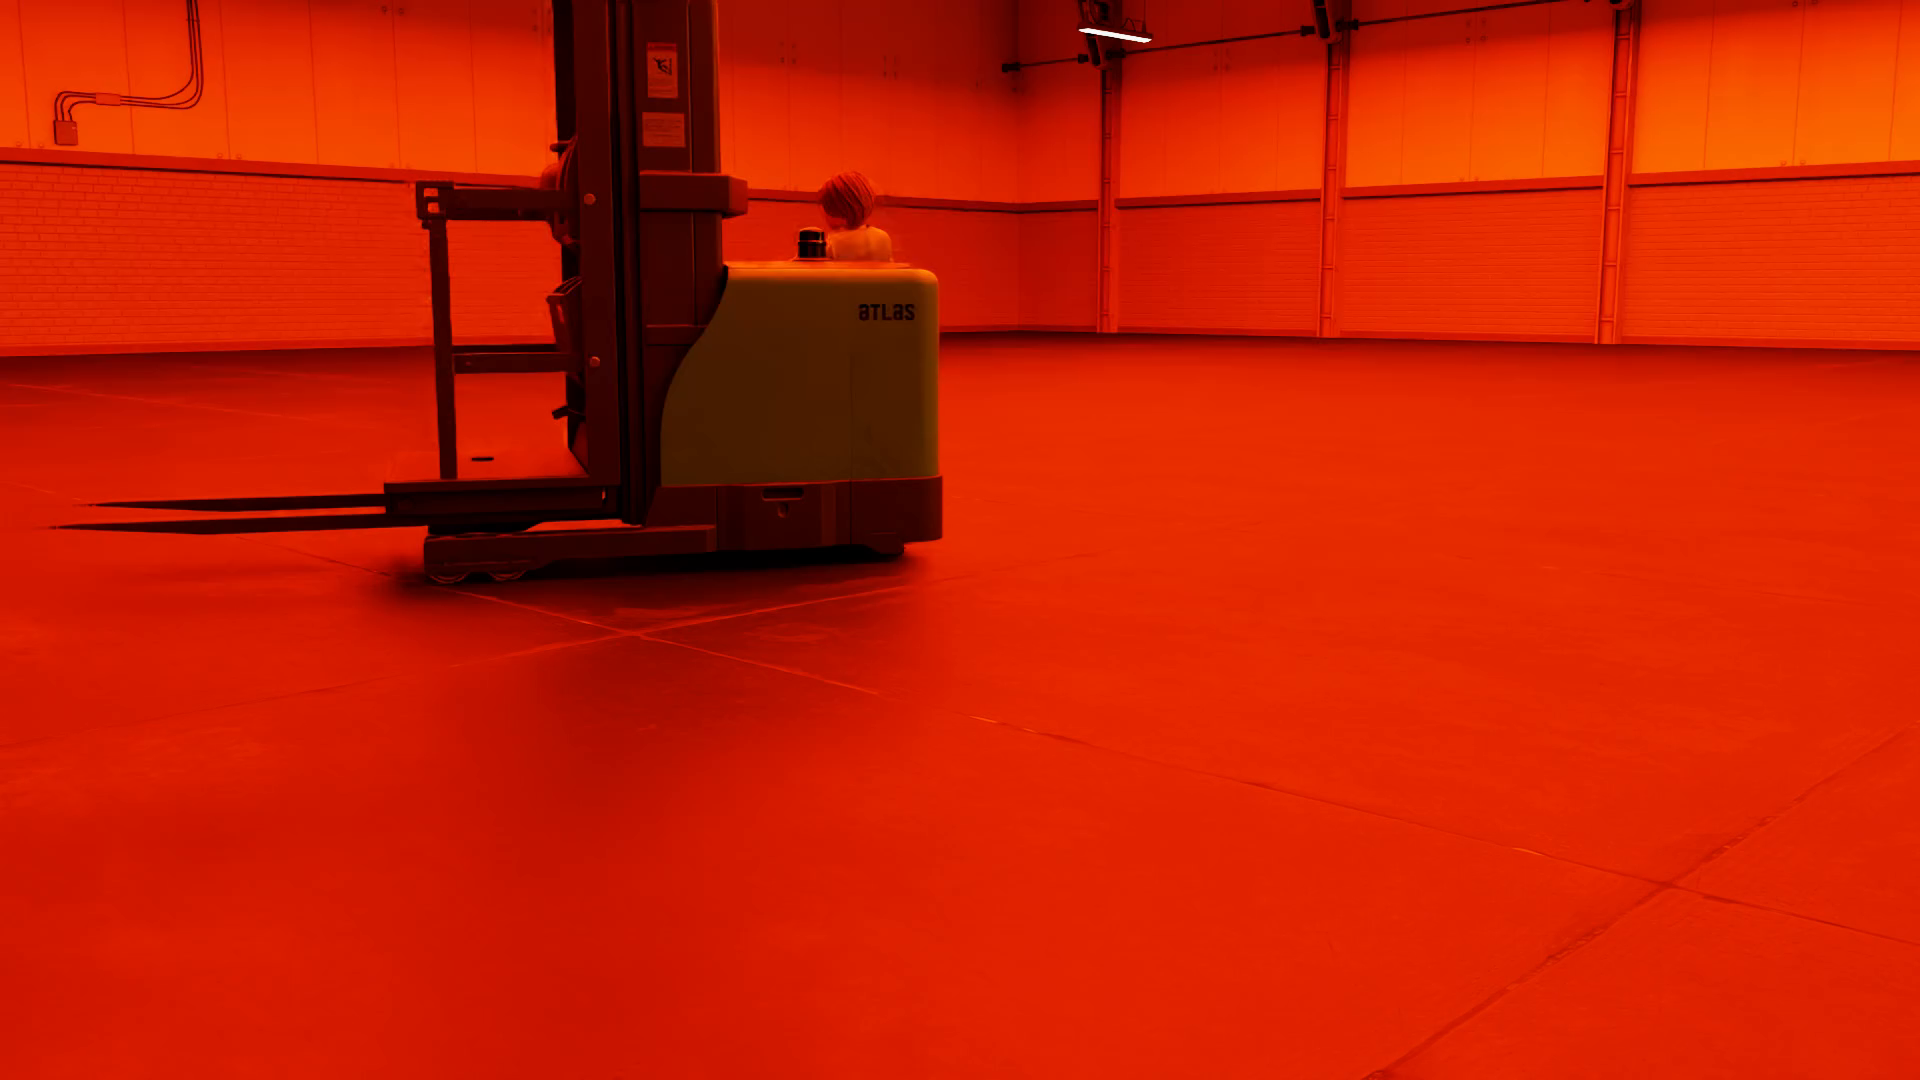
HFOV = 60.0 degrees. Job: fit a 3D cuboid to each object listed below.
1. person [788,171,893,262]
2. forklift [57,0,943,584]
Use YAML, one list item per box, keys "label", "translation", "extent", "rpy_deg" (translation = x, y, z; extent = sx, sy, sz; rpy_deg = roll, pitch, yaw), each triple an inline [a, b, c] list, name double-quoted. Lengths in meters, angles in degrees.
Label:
- label: "person"
  translation: [-0.532, -0.765, 6.946]
  extent: [0.774, 1.448, 0.752]
  rpy_deg: [4, 10, 26]
- label: "forklift"
  translation: [-1.641, -1.386, 6.076]
  extent: [3.031, 2.935, 1.130]
  rpy_deg: [-3, 9, -17]
